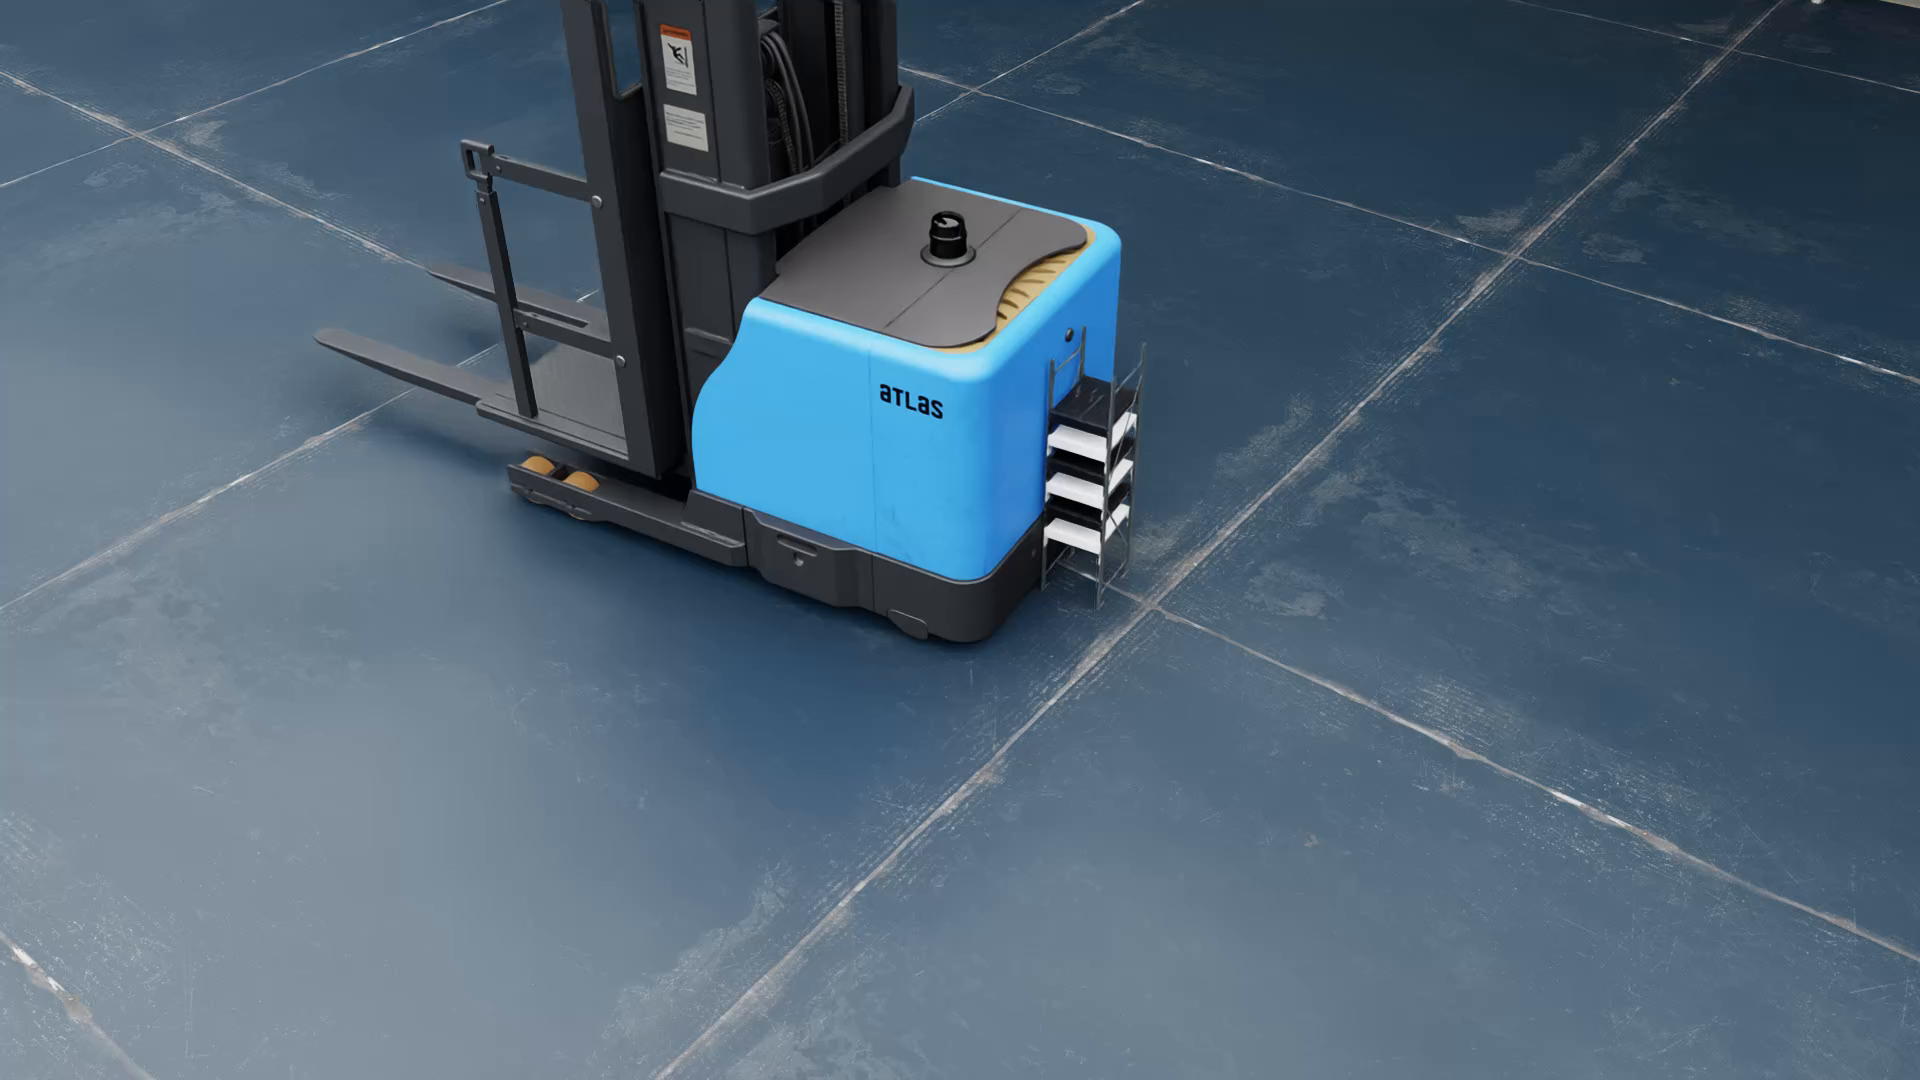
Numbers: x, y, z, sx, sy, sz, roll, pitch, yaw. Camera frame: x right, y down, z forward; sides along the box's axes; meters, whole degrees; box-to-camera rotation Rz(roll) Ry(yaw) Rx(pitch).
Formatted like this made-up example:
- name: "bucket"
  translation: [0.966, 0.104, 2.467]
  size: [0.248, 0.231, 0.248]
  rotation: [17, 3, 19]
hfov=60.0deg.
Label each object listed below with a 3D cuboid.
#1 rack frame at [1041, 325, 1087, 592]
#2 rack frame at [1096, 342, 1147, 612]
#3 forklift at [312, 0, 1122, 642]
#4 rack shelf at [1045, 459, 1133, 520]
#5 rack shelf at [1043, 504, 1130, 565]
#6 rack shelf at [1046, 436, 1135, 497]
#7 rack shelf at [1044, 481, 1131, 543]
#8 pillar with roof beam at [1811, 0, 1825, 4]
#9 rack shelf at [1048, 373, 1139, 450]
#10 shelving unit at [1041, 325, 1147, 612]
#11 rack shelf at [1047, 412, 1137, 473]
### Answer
- name: "rack frame"
  translation: [0.330, -0.245, 5.333]
  size: [0.006, 0.900, 0.240]
  rotation: [19, 42, 23]
- name: "rack frame"
  translation: [0.508, -0.184, 5.255]
  size: [0.006, 0.900, 0.240]
  rotation: [19, 42, 23]
- name: "forklift"
  translation: [-1.010, -1.489, 5.274]
  size: [3.031, 2.935, 1.130]
  rotation: [19, 42, 23]
- name: "rack shelf"
  translation: [0.419, -0.189, 5.315]
  size: [0.200, 0.077, 0.258]
  rotation: [19, 42, 23]
- name: "rack shelf"
  translation: [0.419, -0.047, 5.426]
  size: [0.200, 0.077, 0.258]
  rotation: [19, 42, 23]
- name: "rack shelf"
  translation: [0.419, -0.259, 5.259]
  size: [0.200, 0.077, 0.258]
  rotation: [19, 42, 23]
- name: "rack shelf"
  translation: [0.419, -0.118, 5.370]
  size: [0.200, 0.077, 0.258]
  rotation: [19, 42, 23]
- name: "pillar with roof beam"
  translation: [2.383, -4.737, 4.500]
  size: [0.400, 9.000, 9.100]
  rotation: [25, 45, 29]
- name: "rack shelf"
  translation: [0.419, -0.401, 5.148]
  size: [0.200, 0.077, 0.258]
  rotation: [19, 42, 23]
- name: "shelving unit"
  translation: [0.419, -0.215, 5.294]
  size: [0.210, 0.900, 0.258]
  rotation: [19, 42, 23]
- name: "rack shelf"
  translation: [0.419, -0.330, 5.204]
  size: [0.200, 0.077, 0.258]
  rotation: [19, 42, 23]
